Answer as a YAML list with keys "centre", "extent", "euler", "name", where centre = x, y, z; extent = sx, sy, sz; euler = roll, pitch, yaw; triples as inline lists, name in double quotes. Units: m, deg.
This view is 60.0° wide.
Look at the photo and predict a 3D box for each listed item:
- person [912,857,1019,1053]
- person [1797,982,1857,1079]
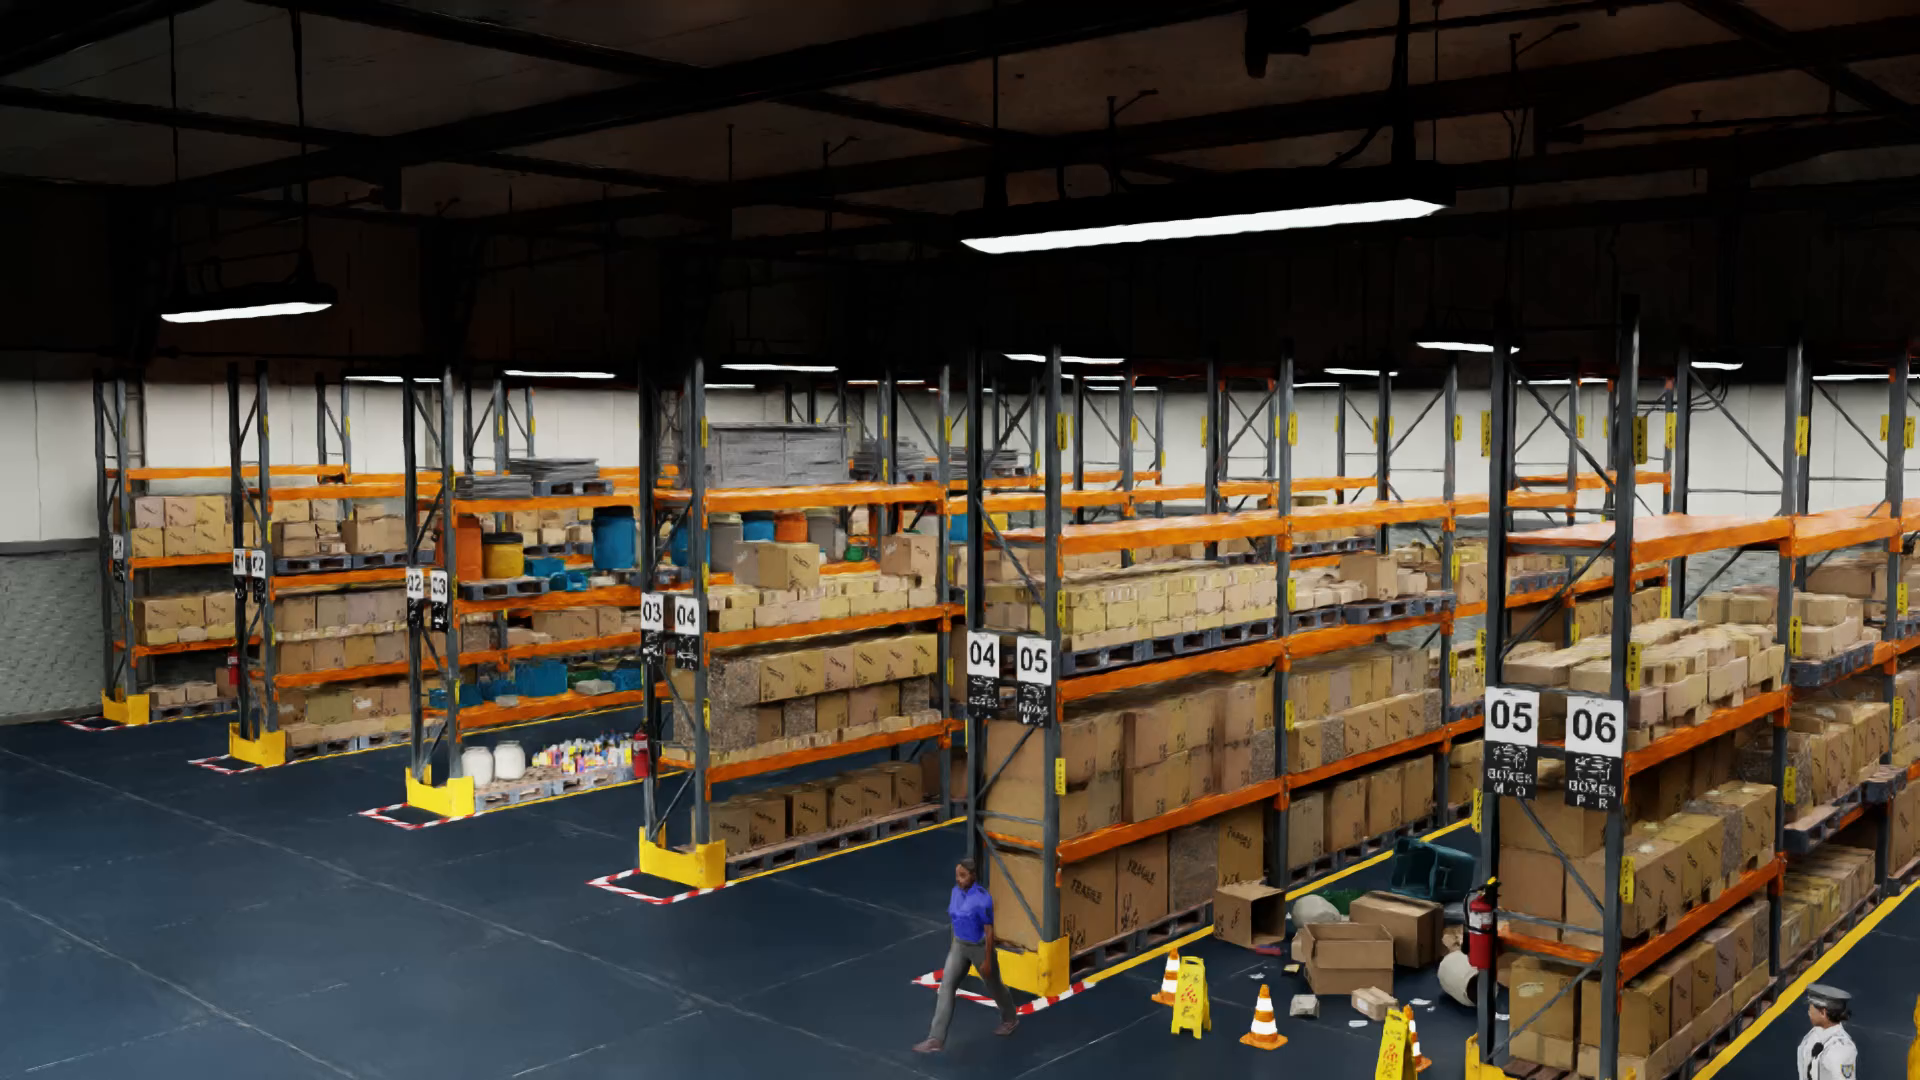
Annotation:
- centre: [0.093, 3.355, 13.606]
  extent: [0.447, 1.571, 1.078]
  euler: [3, 5, 39]
  name: "person"
- centre: [5.388, 3.576, 10.197]
  extent: [0.449, 1.659, 0.630]
  euler: [1, 4, 8]
  name: "person"
